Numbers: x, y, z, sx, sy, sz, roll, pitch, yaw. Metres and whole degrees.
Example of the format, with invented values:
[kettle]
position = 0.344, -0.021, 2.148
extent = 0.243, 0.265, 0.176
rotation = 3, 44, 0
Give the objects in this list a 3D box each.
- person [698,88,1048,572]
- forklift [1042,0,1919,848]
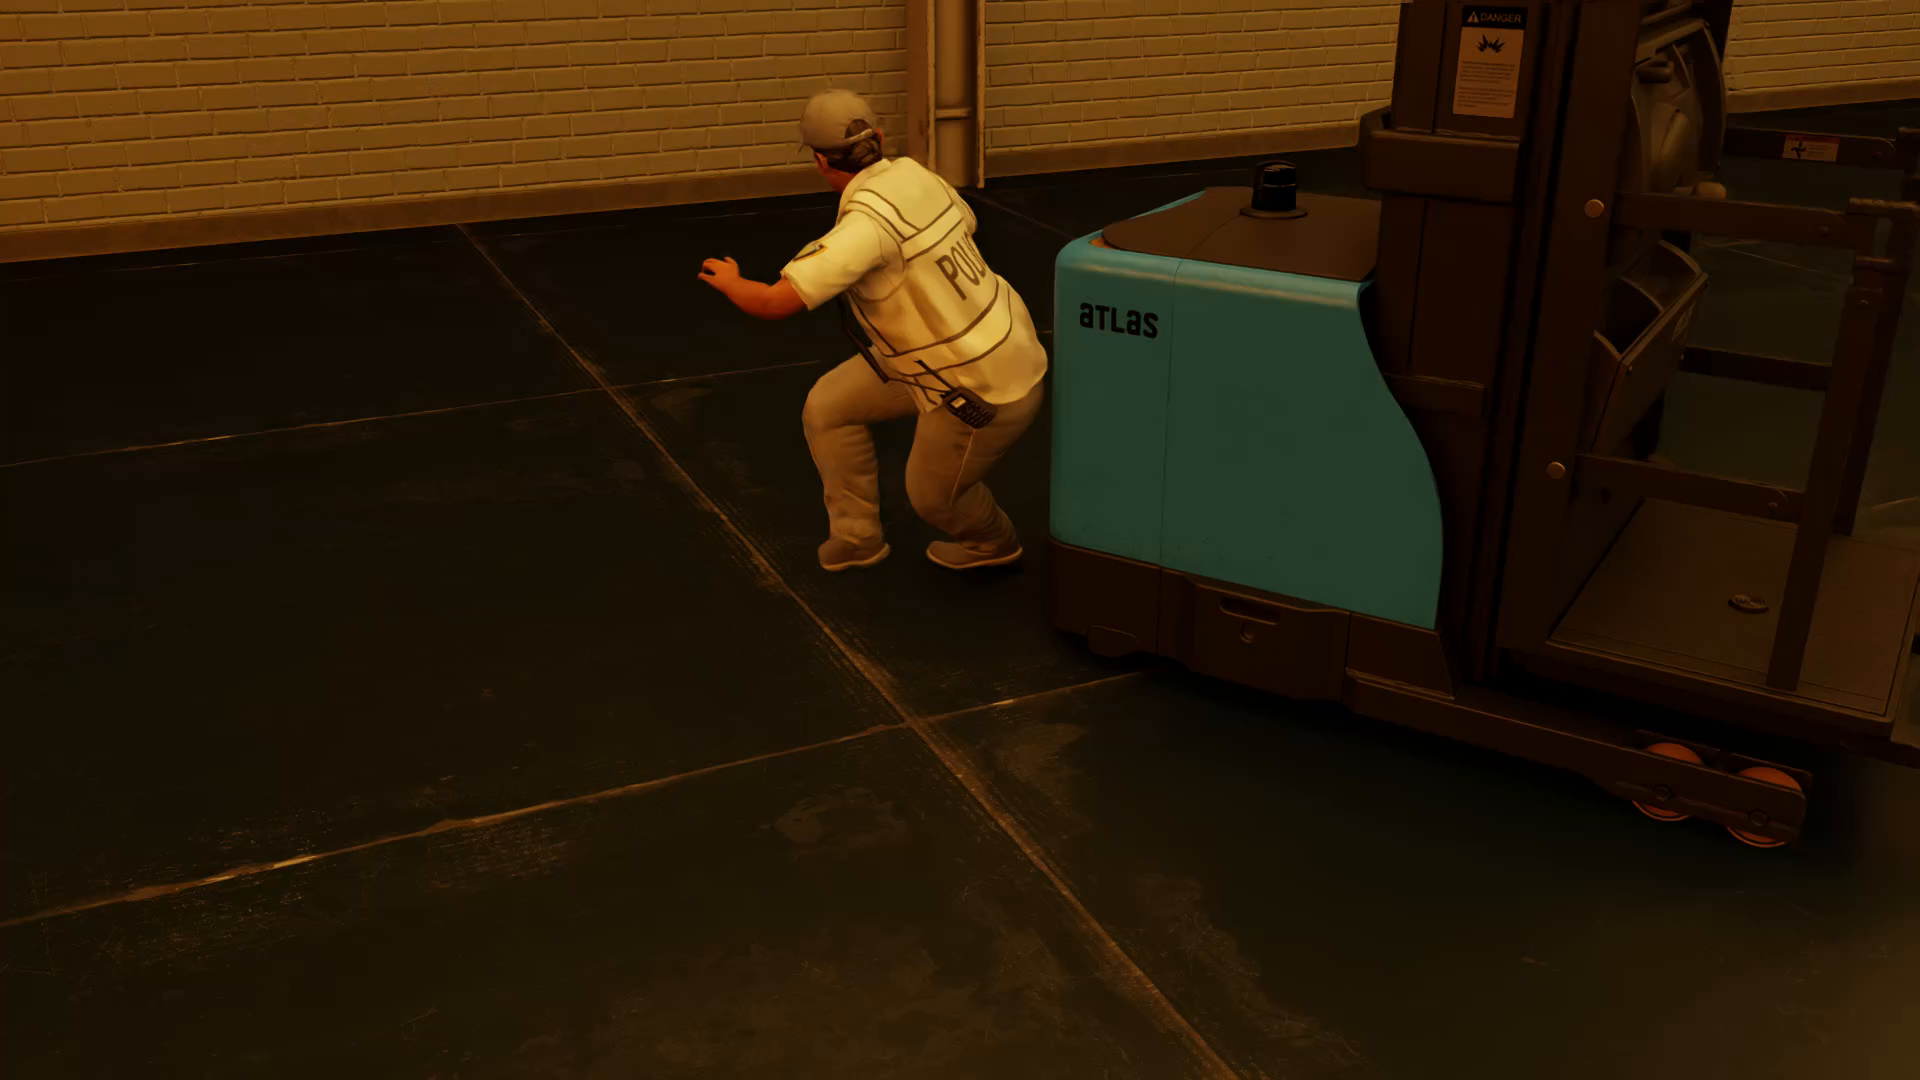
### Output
[person]
position = -0.214, -0.472, 4.390
extent = 0.881, 1.434, 0.921
rotation = 1, 23, 1
[forklift]
position = 1.738, -0.933, 3.532
extent = 3.031, 2.935, 1.130
rotation = 14, 26, 30
